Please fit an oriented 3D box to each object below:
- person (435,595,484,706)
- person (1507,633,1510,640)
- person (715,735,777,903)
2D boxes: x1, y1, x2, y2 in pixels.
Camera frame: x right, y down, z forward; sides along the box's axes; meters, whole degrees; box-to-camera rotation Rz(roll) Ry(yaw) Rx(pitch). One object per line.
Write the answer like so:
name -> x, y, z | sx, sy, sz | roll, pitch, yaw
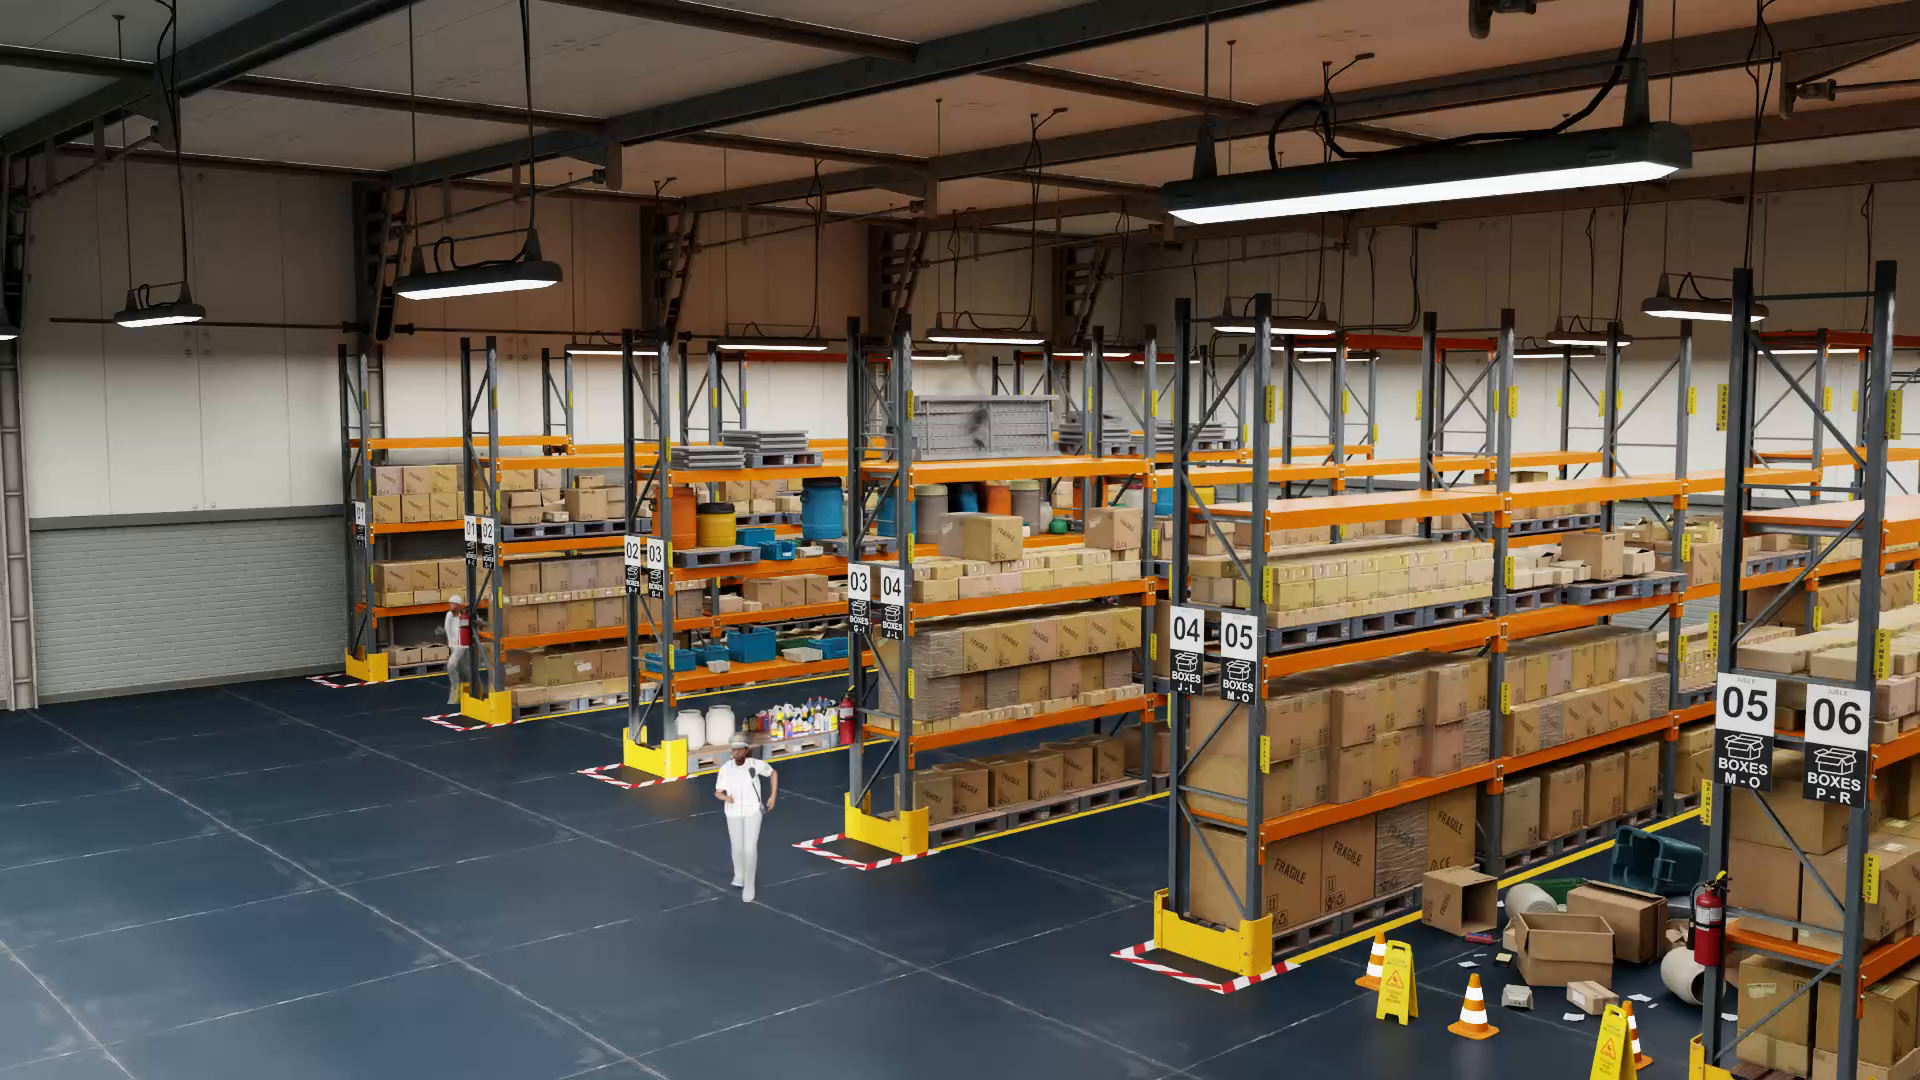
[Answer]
person -> -8.297, 1.812, 27.681 | 0.699, 1.817, 0.841 | 5, 7, 42
person -> 7.802, 2.133, 24.071 | 0.698, 1.733, 0.630 | 5, 7, 41
person -> -2.181, 2.807, 16.938 | 0.587, 1.709, 0.861 | 0, 5, 3
